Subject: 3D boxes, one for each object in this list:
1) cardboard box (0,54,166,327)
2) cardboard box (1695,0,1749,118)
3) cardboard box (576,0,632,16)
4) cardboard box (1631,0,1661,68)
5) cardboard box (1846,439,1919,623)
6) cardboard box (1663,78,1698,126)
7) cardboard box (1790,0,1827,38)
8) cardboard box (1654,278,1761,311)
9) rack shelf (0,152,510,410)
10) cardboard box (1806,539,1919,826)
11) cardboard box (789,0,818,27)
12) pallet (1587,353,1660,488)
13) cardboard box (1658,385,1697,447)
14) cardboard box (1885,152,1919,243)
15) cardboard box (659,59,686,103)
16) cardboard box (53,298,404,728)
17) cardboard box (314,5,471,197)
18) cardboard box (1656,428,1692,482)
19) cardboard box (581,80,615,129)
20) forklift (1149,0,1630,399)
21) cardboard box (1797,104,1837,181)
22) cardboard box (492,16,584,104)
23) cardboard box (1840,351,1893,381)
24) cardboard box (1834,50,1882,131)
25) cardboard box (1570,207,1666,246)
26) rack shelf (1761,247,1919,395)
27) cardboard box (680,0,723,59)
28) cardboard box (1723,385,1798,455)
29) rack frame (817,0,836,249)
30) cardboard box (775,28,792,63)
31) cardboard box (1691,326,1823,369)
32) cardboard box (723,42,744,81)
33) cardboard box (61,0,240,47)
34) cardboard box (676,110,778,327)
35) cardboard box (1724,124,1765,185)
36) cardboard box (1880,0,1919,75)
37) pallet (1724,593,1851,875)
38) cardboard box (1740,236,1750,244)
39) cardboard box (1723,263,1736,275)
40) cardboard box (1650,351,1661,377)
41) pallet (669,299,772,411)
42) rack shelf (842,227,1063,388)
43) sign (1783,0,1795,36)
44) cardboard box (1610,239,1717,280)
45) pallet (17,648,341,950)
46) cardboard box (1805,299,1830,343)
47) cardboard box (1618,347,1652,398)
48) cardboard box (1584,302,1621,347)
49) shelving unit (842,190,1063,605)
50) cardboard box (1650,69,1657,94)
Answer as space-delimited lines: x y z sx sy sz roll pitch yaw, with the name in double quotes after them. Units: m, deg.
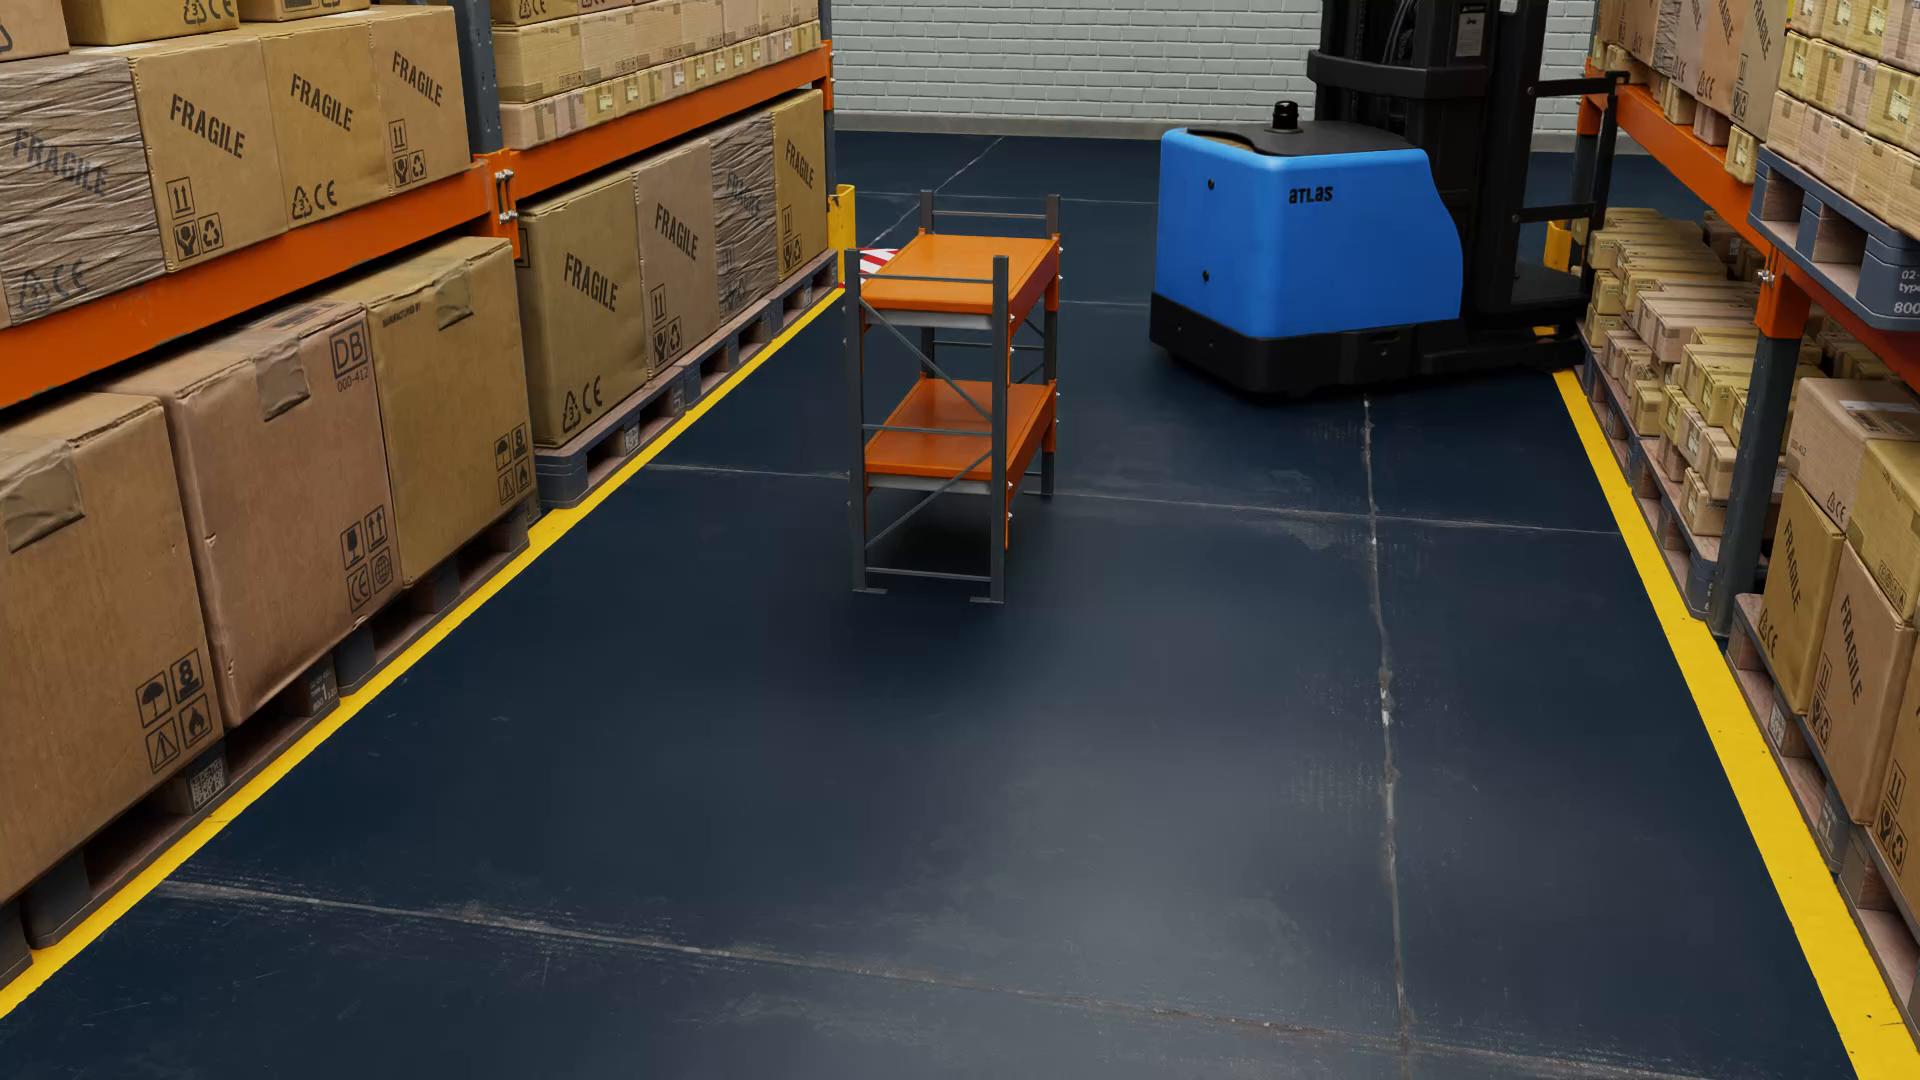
-2.166 -0.786 3.656 0.500 0.500 0.500 5 22 11 "cardboard box"
2.740 -1.644 5.388 0.500 0.500 0.500 4 22 9 "cardboard box"
-1.568 -2.238 6.194 0.500 0.500 0.500 4 22 11 "cardboard box"
3.069 -2.200 6.768 0.500 0.500 0.500 5 22 12 "cardboard box"
2.296 -0.009 3.642 0.500 0.250 0.500 5 22 12 "cardboard box"
2.889 -1.654 6.282 0.380 0.149 0.250 5 22 12 "cardboard box"
2.281 -1.317 4.085 0.380 0.149 0.250 6 23 14 "cardboard box"
2.981 -0.935 6.617 0.380 0.149 0.250 5 22 11 "cardboard box"
-2.432 -0.421 3.847 1.077 0.370 4.000 4 22 11 "rack shelf"
2.294 0.337 3.785 0.500 0.500 0.500 5 23 13 "cardboard box"
-1.047 -2.820 8.644 0.500 0.250 0.500 4 22 10 "cardboard box"
3.160 -0.474 6.747 1.003 0.211 1.213 4 22 11 "pallet"
2.645 -0.420 5.738 0.380 0.149 0.250 4 22 9 "cardboard box"
2.071 -0.663 3.258 0.380 0.149 0.250 3 22 9 "cardboard box"
-1.374 -1.927 6.959 0.380 0.149 0.250 5 22 12 "cardboard box"
-2.316 -0.133 4.451 1.225 0.875 0.875 4 22 9 "cardboard box"
-1.852 -1.341 5.034 0.500 0.500 0.500 5 22 11 "cardboard box"
2.683 -0.303 5.846 0.380 0.149 0.250 4 22 9 "cardboard box"
-1.531 -1.645 6.260 0.380 0.149 0.250 5 23 13 "cardboard box"
2.492 -2.311 7.668 3.031 2.935 1.130 -8 23 -20 "forklift"
2.230 -0.939 3.943 0.380 0.149 0.250 5 22 12 "cardboard box"
-1.672 -1.707 5.879 0.500 0.250 0.500 4 22 10 "cardboard box"
3.202 -0.522 5.593 0.380 0.149 0.250 4 22 10 "cardboard box"
2.177 -0.989 3.671 0.380 0.149 0.250 5 22 12 "cardboard box"
3.188 -1.517 8.062 0.380 0.149 0.250 3 22 8 "cardboard box"
2.403 -0.006 2.817 1.077 0.370 4.000 4 22 11 "rack shelf"
-1.357 -2.258 7.247 0.500 0.250 0.500 4 22 11 "cardboard box"
2.629 -0.370 5.214 0.380 0.149 0.250 5 22 12 "cardboard box"
-1.208 -2.949 9.161 1.000 3.000 0.127 4 22 11 "rack frame"
-1.062 -2.490 8.357 0.380 0.149 0.250 5 22 11 "cardboard box"
2.815 -0.647 5.902 0.380 0.149 0.250 5 23 13 "cardboard box"
-1.217 -2.209 7.659 0.380 0.149 0.250 5 22 11 "cardboard box"
-2.297 -1.514 4.120 0.797 0.503 0.637 5 22 12 "cardboard box"
-1.446 -1.586 8.057 0.875 0.875 0.875 4 22 11 "cardboard box"
2.586 -1.180 5.104 0.380 0.149 0.250 4 22 9 "cardboard box"
2.121 -1.029 3.372 0.380 0.149 0.250 4 22 10 "cardboard box"
2.654 0.507 4.312 1.003 0.211 1.213 4 22 11 "pallet"
3.732 -1.278 7.469 0.380 0.149 0.250 4 22 10 "cardboard box"
3.693 -1.238 7.769 0.380 0.149 0.250 4 22 10 "cardboard box"
2.899 -0.696 6.422 0.380 0.149 0.250 3 22 8 "cardboard box"
-1.545 -0.913 7.837 1.003 0.211 1.213 4 22 11 "pallet"
0.001 -0.796 5.540 0.538 0.278 1.000 4 22 11 "rack shelf"
2.278 -1.511 4.432 0.100 0.325 0.005 4 22 11 "sign"
3.103 -1.227 7.344 0.380 0.149 0.250 3 22 8 "cardboard box"
-2.354 0.543 4.224 1.003 0.211 1.213 4 22 11 "pallet"
3.339 -0.812 6.313 0.380 0.149 0.250 4 22 9 "cardboard box"
2.905 -0.673 6.762 0.380 0.149 0.250 4 22 11 "cardboard box"
3.030 -0.961 7.478 0.380 0.149 0.250 5 22 12 "cardboard box"
0.001 -0.524 5.650 0.538 1.125 1.048 4 22 11 "shelving unit"
3.124 -1.931 6.969 0.380 0.149 0.250 4 22 10 "cardboard box"
